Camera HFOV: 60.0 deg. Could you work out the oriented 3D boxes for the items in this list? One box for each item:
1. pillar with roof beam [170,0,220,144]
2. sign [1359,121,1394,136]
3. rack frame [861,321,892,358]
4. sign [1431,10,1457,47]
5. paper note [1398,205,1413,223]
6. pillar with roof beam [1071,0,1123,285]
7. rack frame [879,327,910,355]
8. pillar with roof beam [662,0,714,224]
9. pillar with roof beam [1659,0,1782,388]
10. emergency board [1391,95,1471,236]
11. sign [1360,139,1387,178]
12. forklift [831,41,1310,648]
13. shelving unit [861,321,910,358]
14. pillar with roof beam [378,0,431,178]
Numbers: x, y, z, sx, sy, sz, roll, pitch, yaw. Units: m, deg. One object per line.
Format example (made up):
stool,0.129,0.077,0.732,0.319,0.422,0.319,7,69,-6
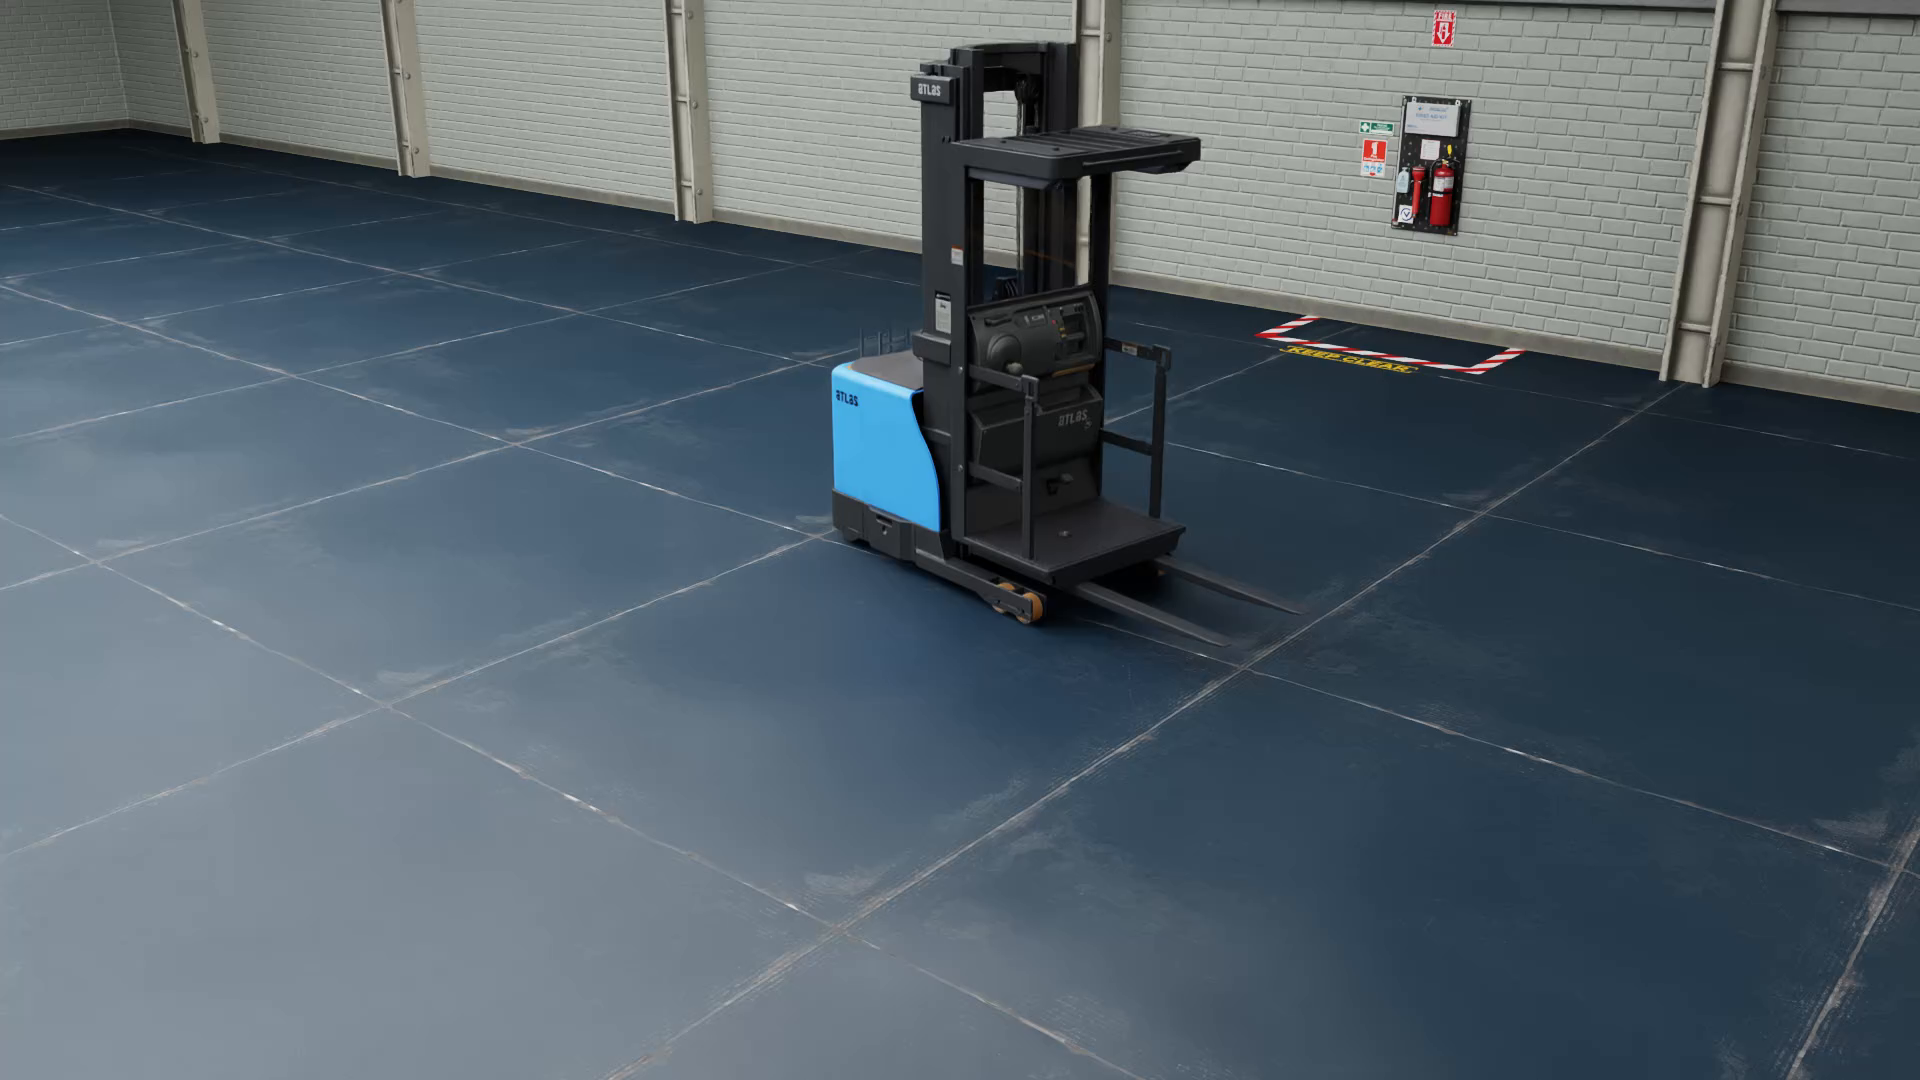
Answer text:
pillar with roof beam,-15.327,-9.701,23.141,0.400,9.000,9.100,16,26,36
sign,3.733,-3.691,14.904,0.331,0.109,0.001,16,26,36
rack frame,-0.520,-0.776,10.526,0.240,1.200,0.006,-17,26,-38
sign,4.155,-4.392,14.279,0.199,0.298,0.001,16,26,36
paper note,4.005,-2.925,14.921,0.142,0.148,0.016,16,26,36
pillar with roof beam,-1.382,-5.685,12.492,0.400,9.000,9.100,16,26,36
rack frame,-0.401,-0.727,10.397,0.240,1.200,0.006,-17,26,-38
pillar with roof beam,-6.030,-7.024,16.041,0.400,9.000,9.100,16,26,36
pillar with roof beam,3.267,-4.347,8.942,0.400,9.000,9.100,16,26,36
emergency board,4.098,-3.278,14.611,0.643,1.169,0.194,16,26,36
sign,3.735,-3.447,15.006,0.234,0.329,0.001,16,26,36
forklift,0.563,-1.121,8.986,1.130,2.935,3.031,-17,26,-38
shelving unit,-0.460,-0.752,10.462,0.258,1.200,0.189,-17,26,-38
pillar with roof beam,-10.678,-8.363,19.591,0.400,9.000,9.100,16,26,36
